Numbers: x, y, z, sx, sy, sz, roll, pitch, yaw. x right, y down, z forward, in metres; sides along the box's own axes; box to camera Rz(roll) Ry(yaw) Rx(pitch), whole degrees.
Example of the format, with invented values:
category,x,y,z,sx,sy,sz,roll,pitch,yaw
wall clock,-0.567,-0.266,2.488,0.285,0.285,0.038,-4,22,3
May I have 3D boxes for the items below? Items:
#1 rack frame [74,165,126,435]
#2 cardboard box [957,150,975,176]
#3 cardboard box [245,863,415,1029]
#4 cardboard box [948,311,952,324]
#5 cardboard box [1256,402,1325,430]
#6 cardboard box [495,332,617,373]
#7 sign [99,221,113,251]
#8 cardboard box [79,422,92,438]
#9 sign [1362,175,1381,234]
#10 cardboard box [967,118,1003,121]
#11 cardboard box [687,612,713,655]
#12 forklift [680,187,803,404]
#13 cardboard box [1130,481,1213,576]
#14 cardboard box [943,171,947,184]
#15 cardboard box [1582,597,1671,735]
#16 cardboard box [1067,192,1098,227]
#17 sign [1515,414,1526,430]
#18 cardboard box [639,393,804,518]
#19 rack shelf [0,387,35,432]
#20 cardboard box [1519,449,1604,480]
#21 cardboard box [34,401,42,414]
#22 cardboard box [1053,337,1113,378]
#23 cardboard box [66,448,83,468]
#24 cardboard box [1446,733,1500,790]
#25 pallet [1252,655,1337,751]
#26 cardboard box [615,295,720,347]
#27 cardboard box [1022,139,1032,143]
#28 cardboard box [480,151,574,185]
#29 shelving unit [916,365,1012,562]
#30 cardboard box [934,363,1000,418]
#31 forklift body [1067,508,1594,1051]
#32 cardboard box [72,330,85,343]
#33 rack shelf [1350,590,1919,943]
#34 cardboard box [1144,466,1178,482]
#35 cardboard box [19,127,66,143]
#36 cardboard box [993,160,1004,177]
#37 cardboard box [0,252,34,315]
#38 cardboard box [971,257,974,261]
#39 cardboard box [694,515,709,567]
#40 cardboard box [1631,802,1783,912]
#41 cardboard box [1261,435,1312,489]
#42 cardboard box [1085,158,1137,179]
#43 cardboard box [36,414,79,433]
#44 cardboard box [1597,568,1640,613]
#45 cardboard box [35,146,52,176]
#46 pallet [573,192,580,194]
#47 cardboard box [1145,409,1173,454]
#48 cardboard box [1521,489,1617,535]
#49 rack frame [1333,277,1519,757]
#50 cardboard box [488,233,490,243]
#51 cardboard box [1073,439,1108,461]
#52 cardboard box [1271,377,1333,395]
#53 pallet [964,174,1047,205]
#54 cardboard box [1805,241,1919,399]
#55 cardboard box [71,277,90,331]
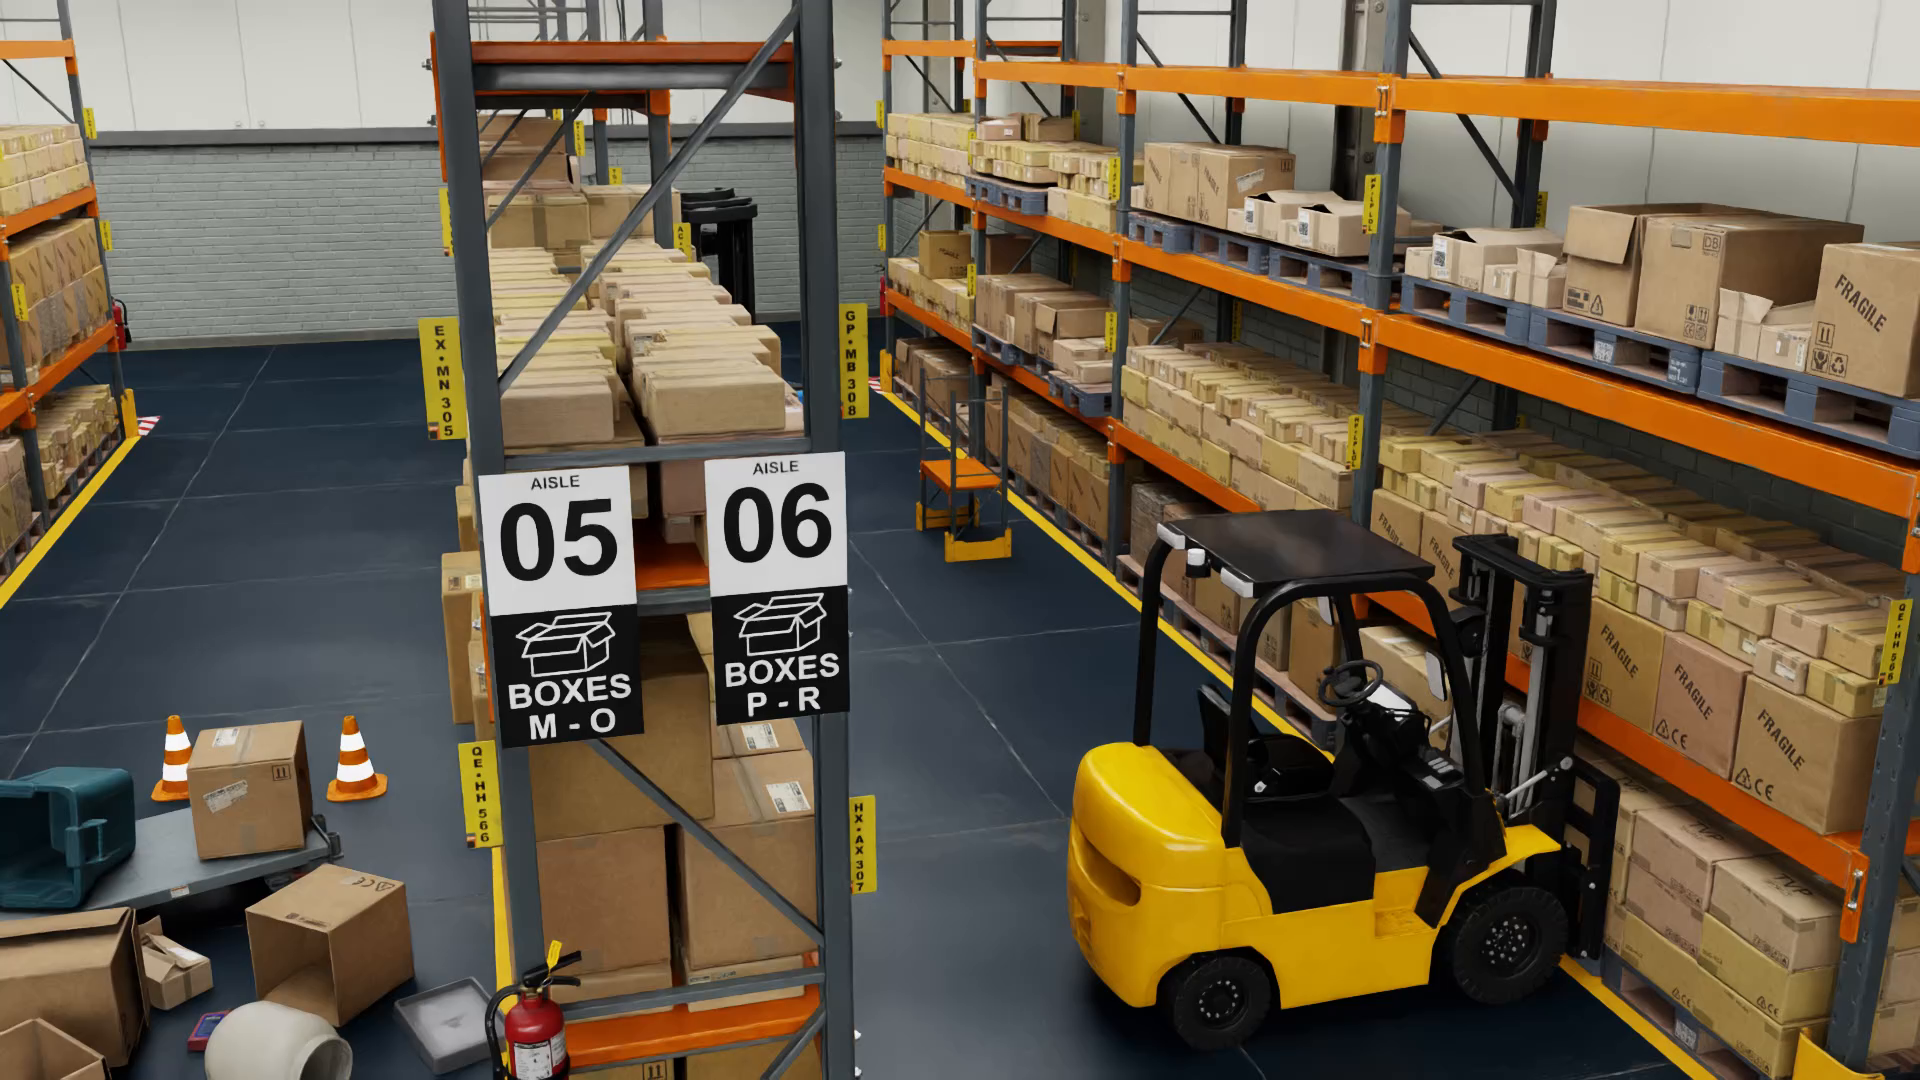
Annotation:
category,x,y,z,sx,sy,sz,roll,pitch,yaw
rack frame,-9.958,-2.611,18.429,1.000,3.000,0.127,-5,17,-15
cardboard box,0.271,-3.938,17.377,0.500,0.250,0.500,-5,17,-15
cardboard box,-2.942,1.889,7.789,0.500,0.500,0.500,7,18,23
cardboard box,0.081,-2.480,18.430,0.380,0.149,0.250,-4,17,-14
cardboard box,2.219,-0.821,11.170,0.380,0.149,0.250,-5,17,-17
cardboard box,-1.348,-0.590,5.540,0.380,0.149,0.250,-5,17,-15
sign,-9.419,-3.355,18.344,0.100,0.325,0.005,-5,17,-15
cardboard box,-9.187,-1.107,17.132,0.380,0.149,0.250,-4,17,-12
sign,2.324,-1.893,9.381,0.100,0.325,0.005,-5,17,-15
cardboard box,0.341,-4.643,18.855,0.500,0.250,0.500,-5,17,-15
cardboard box,-1.127,0.629,6.954,0.500,0.500,0.500,-5,17,-16
forklift,-2.825,-2.013,16.560,3.031,2.935,1.130,12,21,35
cardboard box,1.902,-0.101,13.471,0.875,0.625,0.625,-4,17,-13
cardboard box,0.024,-3.997,18.266,0.380,0.149,0.250,-4,17,-13
cardboard box,3.280,0.553,7.723,0.500,0.500,0.500,-5,17,-16
cardboard box,1.231,-2.837,14.229,0.500,0.250,0.500,-5,17,-15
sign,3.376,-0.601,10.096,0.100,0.325,0.005,-5,17,-15
cardboard box,-0.711,-0.272,5.171,0.500,0.250,0.500,-5,17,-16
rack shelf,-8.309,-0.606,13.007,1.077,0.370,4.000,-5,17,-15
cardboard box,3.336,-0.396,9.237,0.380,0.149,0.250,-5,17,-16
cardboard box,-9.855,-1.351,17.426,0.380,0.149,0.250,-6,18,-18
cardboard box,1.143,-1.606,14.615,0.500,0.250,0.500,-6,18,-18
cardboard box,-9.045,-0.822,16.699,0.380,0.149,0.250,-5,17,-17
cardboard box,2.947,1.210,8.892,0.500,0.250,0.500,-5,17,-16
pallet,2.603,1.031,11.154,1.003,0.211,1.213,-5,17,-15
cardboard box,-1.119,-0.840,6.372,0.380,0.149,0.250,-4,17,-14
cardboard box,0.839,-3.951,16.693,0.380,0.149,0.250,-5,17,-16
cardboard box,-3.276,-2.597,12.259,0.797,0.503,0.637,-6,18,-19
shelving unit,0.021,-0.697,14.666,0.587,1.500,1.083,-5,17,-15
cardboard box,0.105,-1.724,19.092,0.700,0.500,0.500,-5,18,-17
forklift body,1.667,1.029,7.789,2.313,2.155,1.214,-5,17,-15
cardboard box,-9.344,-2.139,17.294,0.380,0.149,0.250,-6,18,-18
rack shelf,3.393,0.794,8.346,1.077,0.370,4.000,-5,17,-15
cardboard box,1.898,-0.353,14.529,0.500,0.500,0.500,-4,17,-13
cardboard box,-9.362,-4.126,16.957,0.380,0.149,0.250,-4,17,-14
cardboard box,0.533,-3.555,15.891,0.380,0.149,0.250,-4,17,-14
cardboard box,-8.748,-2.317,15.024,0.500,0.500,0.500,-4,17,-14
cardboard box,-0.073,-3.388,20.760,0.500,0.250,0.500,-4,17,-14
cardboard box,-0.608,-0.038,5.087,0.380,0.149,0.250,-5,17,-15
cardboard box,3.370,1.396,7.403,0.500,0.250,0.500,-4,17,-14
cardboard box,2.314,-0.529,10.891,0.500,0.250,0.500,-5,17,-17
cardboard box,1.273,-3.131,13.998,0.380,0.149,0.250,-5,18,-17
cardboard box,-9.159,-1.171,16.827,0.380,0.149,0.250,-5,17,-15
cardboard box,3.202,0.217,7.714,0.380,0.149,0.250,-5,17,-15
cardboard box,-9.179,-3.684,16.179,0.500,0.250,0.500,-5,18,-18
pallet,-3.828,-3.019,14.906,0.805,0.209,1.217,-5,18,-17
cardboard box,1.764,-0.857,12.852,0.500,0.250,0.500,-5,17,-16
cardboard box,3.076,-0.143,8.397,0.380,0.149,0.250,-5,17,-15
rack frame,2.843,-0.104,10.084,1.000,3.000,0.127,-5,17,-15
cardboard box,-2.362,-1.567,9.271,0.500,0.250,0.500,-4,17,-15
cardboard box,1.230,-0.791,14.859,0.380,0.149,0.250,-5,18,-17
cardboard box,2.468,-1.072,12.005,0.380,0.149,0.250,-4,17,-14
pallet,0.756,-3.478,16.428,1.213,0.211,1.003,-5,17,-15
cardboard box,3.586,-0.834,6.224,0.500,0.500,0.500,-4,17,-13
cardboard box,-9.302,-2.415,17.086,0.500,0.500,0.500,-5,17,-15
